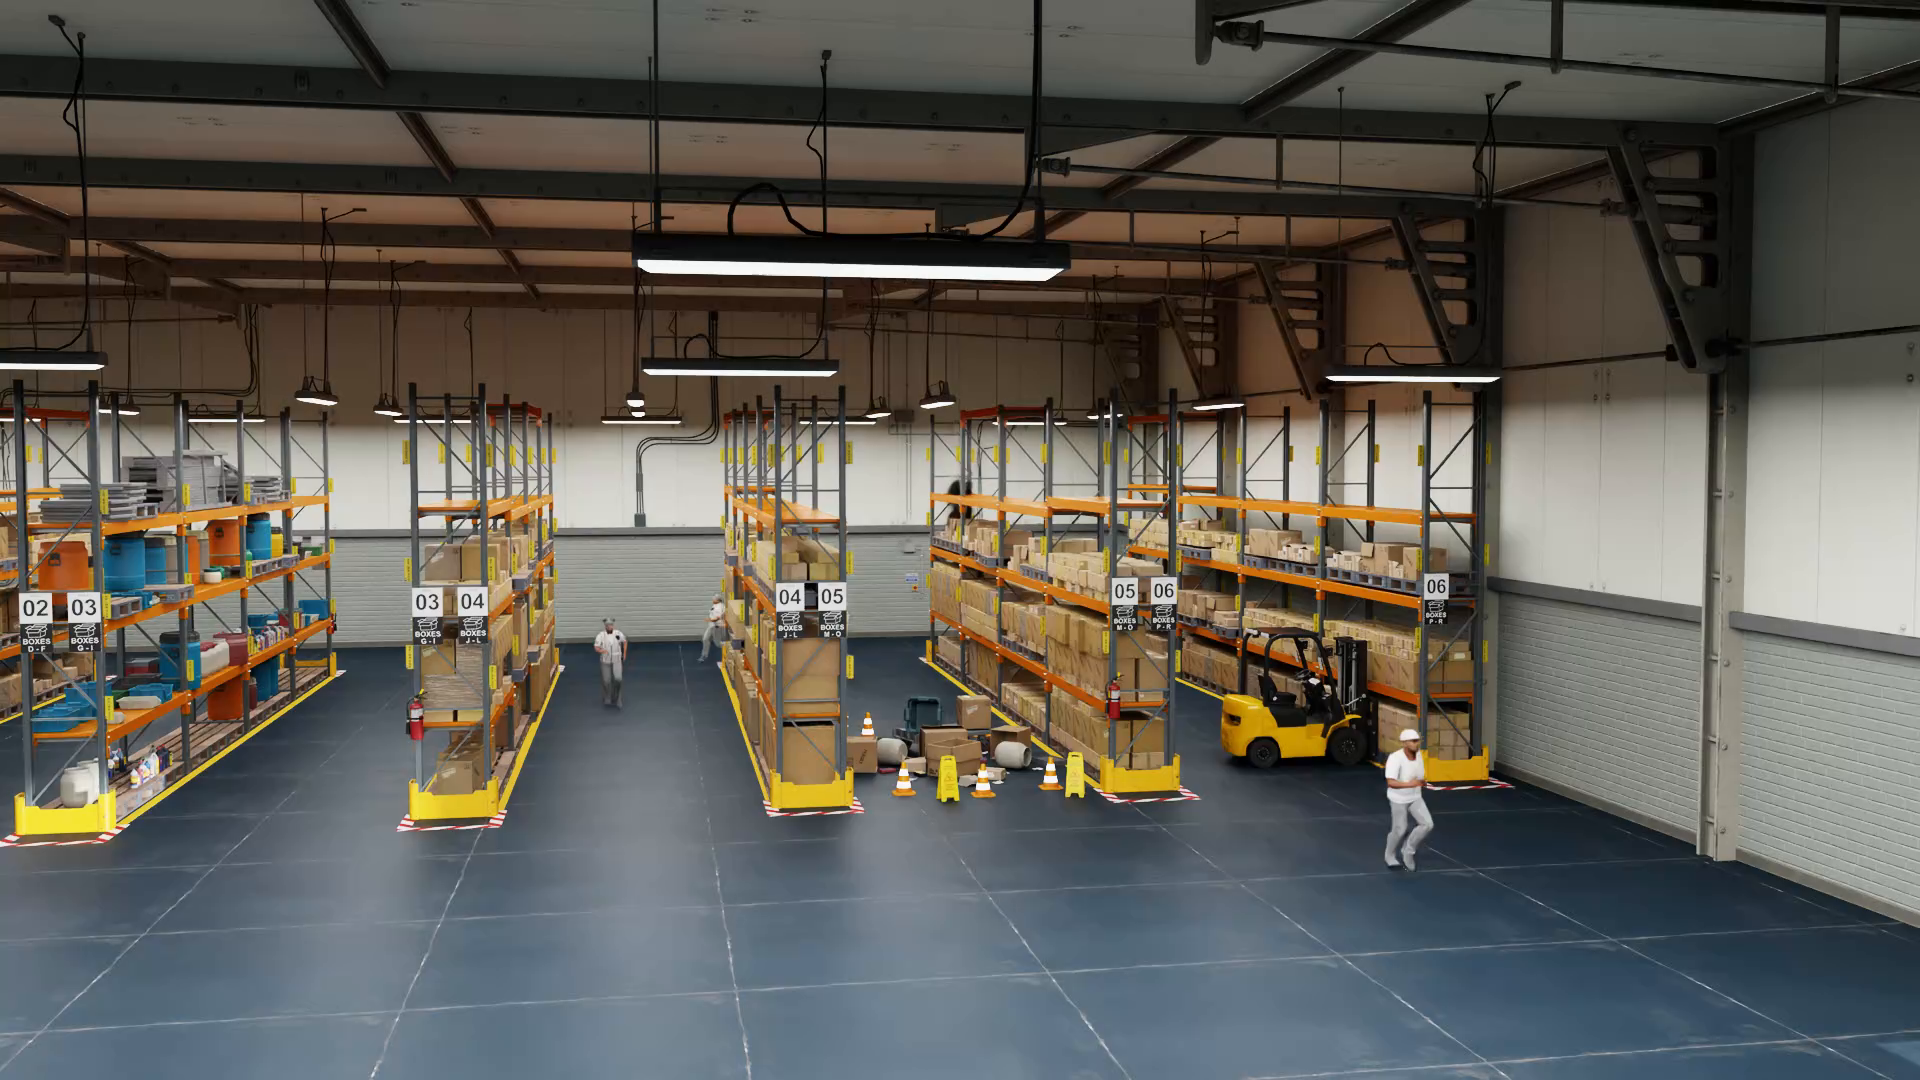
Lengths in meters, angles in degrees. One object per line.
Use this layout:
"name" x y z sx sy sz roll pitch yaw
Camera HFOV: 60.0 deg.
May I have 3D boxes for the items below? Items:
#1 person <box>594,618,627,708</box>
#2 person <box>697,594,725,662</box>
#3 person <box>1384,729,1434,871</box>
"person" -6.955 2.443 33.128 0.650 1.797 0.724 -1 3 -12
"person" -5.926 2.114 40.272 0.861 1.623 0.615 -1 3 -19
"person" 5.367 3.107 19.918 0.737 1.716 0.784 -2 3 -28
